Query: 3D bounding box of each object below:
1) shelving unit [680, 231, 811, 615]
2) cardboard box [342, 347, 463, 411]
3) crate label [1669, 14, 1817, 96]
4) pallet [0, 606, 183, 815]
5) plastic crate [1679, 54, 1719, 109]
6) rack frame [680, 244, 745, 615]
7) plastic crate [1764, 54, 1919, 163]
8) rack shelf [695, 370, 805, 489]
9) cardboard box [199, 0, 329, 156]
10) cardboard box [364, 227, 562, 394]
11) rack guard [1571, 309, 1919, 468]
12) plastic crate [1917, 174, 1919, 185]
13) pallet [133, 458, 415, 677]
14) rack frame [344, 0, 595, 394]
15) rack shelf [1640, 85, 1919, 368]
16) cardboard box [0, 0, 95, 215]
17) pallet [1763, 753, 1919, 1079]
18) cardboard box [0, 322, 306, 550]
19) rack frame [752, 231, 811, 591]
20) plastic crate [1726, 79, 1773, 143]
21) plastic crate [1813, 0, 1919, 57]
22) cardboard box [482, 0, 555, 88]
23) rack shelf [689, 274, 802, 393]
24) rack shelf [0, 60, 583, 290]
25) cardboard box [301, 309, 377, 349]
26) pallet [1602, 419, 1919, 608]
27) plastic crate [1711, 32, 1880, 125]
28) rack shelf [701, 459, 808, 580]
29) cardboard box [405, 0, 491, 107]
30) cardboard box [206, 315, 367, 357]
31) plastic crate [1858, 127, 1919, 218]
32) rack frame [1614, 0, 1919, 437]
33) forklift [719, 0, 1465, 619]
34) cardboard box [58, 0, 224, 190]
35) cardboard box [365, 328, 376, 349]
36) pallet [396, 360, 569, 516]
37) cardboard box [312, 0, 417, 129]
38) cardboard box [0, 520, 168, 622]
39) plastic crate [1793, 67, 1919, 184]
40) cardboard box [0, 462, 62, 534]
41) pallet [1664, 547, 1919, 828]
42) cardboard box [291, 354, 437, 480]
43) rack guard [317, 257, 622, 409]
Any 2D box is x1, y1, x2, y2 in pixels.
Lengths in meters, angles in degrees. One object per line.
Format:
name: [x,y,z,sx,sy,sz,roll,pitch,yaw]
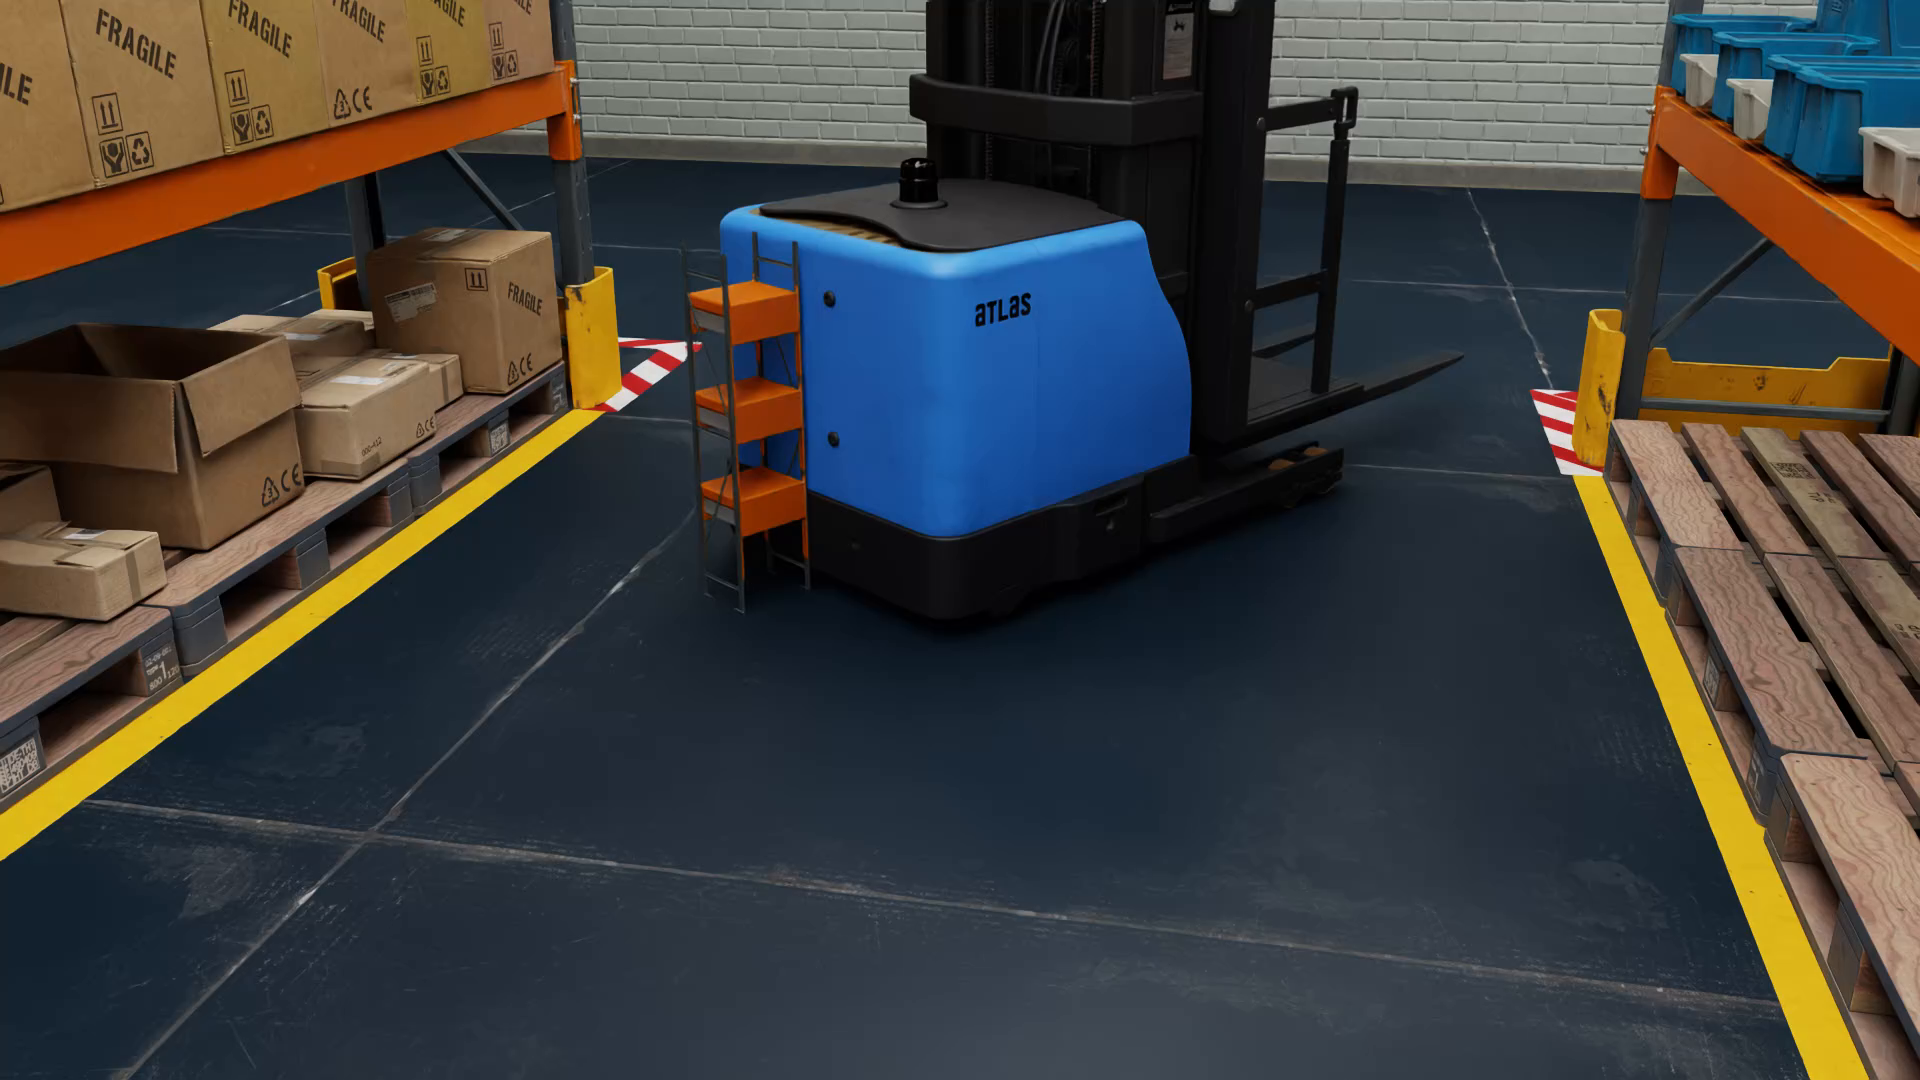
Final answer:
shelving unit: [-0.607,-0.330,4.768,0.252,1.050,0.215,-20,29,-40]
cardboard box: [-2.025,-0.577,5.974,0.380,0.166,0.250,4,22,11]
crate label: [2.491,-1.552,5.335,0.416,0.233,0.303,4,22,11]
pallet: [-2.660,0.460,3.930,1.003,0.211,1.213,4,22,11]
plastic crate: [2.344,-1.396,5.077,0.250,0.136,0.298,4,22,11]
rack frame: [-0.695,-0.299,4.690,0.008,1.050,0.200,-20,29,-40]
plastic crate: [2.222,-1.070,4.139,0.416,0.233,0.300,4,22,11]
rack shelf: [-0.607,-0.320,4.772,0.240,0.259,0.215,-20,29,-40]
cardboard box: [-2.122,-1.351,4.560,0.500,0.500,0.500,4,22,10]
cardboard box: [-1.855,-0.873,6.262,0.500,0.500,0.500,4,22,11]
rack guard: [2.856,-0.517,5.968,1.175,0.500,0.348,4,22,11]
plastic crate: [2.013,-0.534,2.952,0.437,0.125,0.590,4,22,11]
pallet: [-2.413,0.012,5.041,1.003,0.211,1.213,4,22,11]
rack frame: [-1.985,-2.046,6.418,1.000,3.000,0.127,4,22,11]
rack shelf: [2.455,-0.602,3.795,1.077,0.370,4.000,4,22,11]
cardboard box: [-2.329,-0.982,3.644,0.500,0.500,0.500,5,22,12]
pallet: [2.159,0.818,3.041,1.003,0.211,1.213,4,22,11]
cardboard box: [-2.423,-0.316,4.877,0.797,0.503,0.637,4,22,11]
rack frame: [-0.519,-0.362,4.847,0.008,1.050,0.200,-20,29,-40]
plastic crate: [2.206,-1.148,4.461,0.250,0.136,0.298,4,22,11]
plastic crate: [2.978,-1.574,5.120,0.616,0.435,0.499,4,22,11]
cardboard box: [-1.810,-1.908,5.941,0.500,0.500,0.500,5,23,13]
rack shelf: [-0.607,-0.584,4.666,0.240,0.259,0.215,-20,29,-40]
rack shelf: [-2.393,-0.981,4.736,1.077,0.370,4.000,4,22,11]
cardboard box: [-2.407,-0.800,6.553,0.380,0.149,0.250,4,22,11]
pallet: [2.657,-0.075,5.256,1.003,0.211,1.213,4,22,11]
plastic crate: [2.357,-1.311,4.737,0.416,0.233,0.300,4,22,11]
rack shelf: [-0.607,-0.063,4.876,0.240,0.259,0.215,-20,29,-40]
cardboard box: [-1.912,-1.718,5.469,0.500,0.500,0.500,5,22,11]
cardboard box: [-2.475,-0.614,5.955,0.500,0.250,0.500,4,22,11]
plastic crate: [2.108,-0.769,3.521,0.293,0.136,0.466,4,22,11]
rack frame: [2.864,-1.667,5.477,1.000,3.000,0.127,4,22,11]
forklift: [0.684,-1.589,5.377,3.031,2.935,1.130,-20,29,-40]
cardboard box: [-2.225,-1.165,4.098,0.500,0.500,0.500,4,22,11]
cardboard box: [-2.458,-0.717,6.323,0.380,0.166,0.250,4,22,11]
pallet: [-2.162,-0.433,6.146,1.003,0.211,1.213,4,22,11]
cardboard box: [-2.019,-1.536,5.017,0.500,0.500,0.500,5,22,11]
cardboard box: [-2.337,0.073,4.360,0.380,0.166,0.250,4,22,11]
plastic crate: [2.161,-0.960,3.867,0.416,0.233,0.300,4,22,11]
cardboard box: [-2.809,-0.044,4.458,0.500,0.311,0.500,4,22,11]
pallet: [2.406,0.370,4.152,1.003,0.211,1.213,4,22,11]
cardboard box: [-2.078,-0.412,5.452,0.500,0.250,0.500,4,22,11]
rack guard: [-2.000,-0.858,6.816,1.175,0.500,0.348,4,22,11]
